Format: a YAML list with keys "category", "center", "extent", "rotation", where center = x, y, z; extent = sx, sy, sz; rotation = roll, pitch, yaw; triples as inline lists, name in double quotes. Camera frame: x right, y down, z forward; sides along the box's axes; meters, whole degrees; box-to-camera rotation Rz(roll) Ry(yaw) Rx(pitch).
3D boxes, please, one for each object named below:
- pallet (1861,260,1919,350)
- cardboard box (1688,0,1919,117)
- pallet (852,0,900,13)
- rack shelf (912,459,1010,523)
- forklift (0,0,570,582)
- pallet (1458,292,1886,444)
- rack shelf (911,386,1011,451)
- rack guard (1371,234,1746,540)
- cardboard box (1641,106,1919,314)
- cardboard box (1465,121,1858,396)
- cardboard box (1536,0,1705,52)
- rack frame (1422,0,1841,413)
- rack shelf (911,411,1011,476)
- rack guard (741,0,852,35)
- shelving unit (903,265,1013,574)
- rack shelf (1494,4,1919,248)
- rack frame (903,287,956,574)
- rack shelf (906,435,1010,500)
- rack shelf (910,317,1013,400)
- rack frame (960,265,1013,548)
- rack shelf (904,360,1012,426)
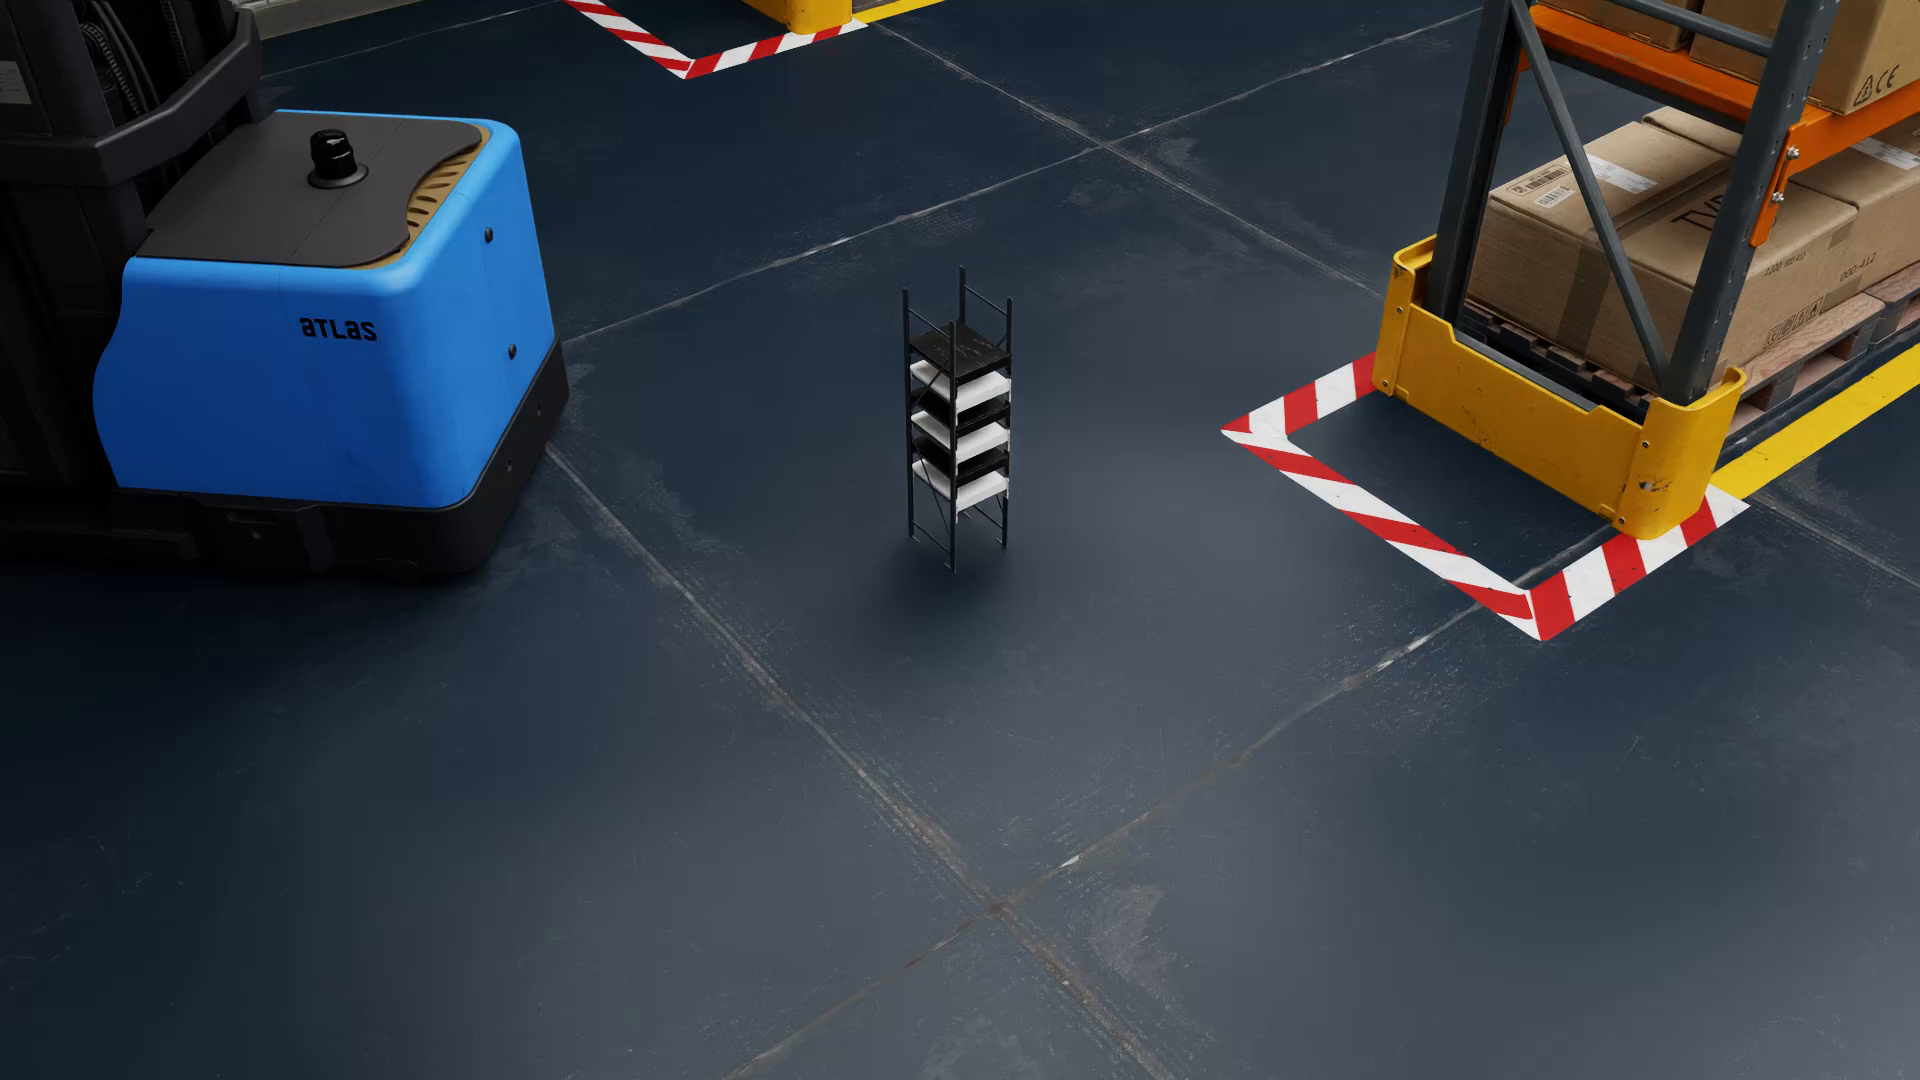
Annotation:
- category: "pallet"
  center: [3.505, -1.250, 6.608]
  extent: [1.213, 0.211, 1.003]
  rotation: [-26, 46, -28]
- category: "cardboard box"
  center: [2.508, -1.591, 4.745]
  extent: [0.500, 0.500, 0.500]
  rotation: [-26, 46, -28]
- category: "pallet"
  center: [-0.384, -3.266, 9.065]
  extent: [1.213, 0.211, 1.003]
  rotation: [-26, 46, -28]
- category: "rack shelf"
  center: [-0.006, -0.180, 5.096]
  extent: [0.200, 0.077, 0.258]
  rotation: [-26, 46, -28]
- category: "forklift"
  center: [-2.899, -1.404, 4.651]
  extent: [3.031, 2.935, 1.130]
  rotation: [4, 40, 5]
- category: "pallet"
  center: [2.538, -0.781, 6.036]
  extent: [1.213, 0.211, 1.003]
  rotation: [-26, 46, -28]
- category: "rack shelf"
  center: [-0.006, -0.389, 4.925]
  extent: [0.200, 0.077, 0.258]
  rotation: [-26, 46, -28]
- category: "rack guard"
  center: [1.933, -0.535, 5.509]
  extent: [0.348, 0.500, 1.175]
  rotation: [-26, 46, -28]
- category: "cardboard box"
  center: [3.135, -1.346, 6.215]
  extent: [0.875, 0.438, 0.875]
  rotation: [-25, 45, -27]
- category: "cardboard box"
  center: [2.415, -0.988, 5.779]
  extent: [0.875, 0.438, 0.875]
  rotation: [-28, 47, -29]
- category: "cardboard box"
  center: [2.173, -1.869, 5.085]
  extent: [0.500, 0.500, 0.500]
  rotation: [-26, 46, -28]
- category: "rack frame"
  center: [1.952, -1.511, 4.727]
  extent: [0.127, 3.000, 1.000]
  rotation: [-26, 46, -28]
- category: "rack shelf"
  center: [-0.006, -0.319, 4.982]
  extent: [0.200, 0.077, 0.258]
  rotation: [-26, 46, -28]
- category: "rack guard"
  center: [-1.015, -3.069, 8.597]
  extent: [0.348, 0.500, 1.175]
  rotation: [-26, 46, -28]
- category: "shelving unit"
  center: [-0.006, -0.345, 4.961]
  extent: [0.210, 0.900, 0.258]
  rotation: [-26, 46, -28]
- category: "rack shelf"
  center: [3.538, -2.006, 5.897]
  extent: [4.000, 0.370, 1.077]
  rotation: [-26, 46, -28]
- category: "rack frame"
  center: [-0.087, -0.305, 4.913]
  extent: [0.006, 0.900, 0.240]
  rotation: [-26, 46, -28]
- category: "rack shelf"
  center: [-0.006, -0.249, 5.039]
  extent: [0.200, 0.077, 0.258]
  rotation: [-26, 46, -28]
- category: "rack shelf"
  center: [-0.006, -0.528, 4.811]
  extent: [0.200, 0.077, 0.258]
  rotation: [-26, 46, -28]
- category: "rack frame"
  center: [0.074, -0.384, 5.009]
  extent: [0.006, 0.900, 0.240]
  rotation: [-26, 46, -28]
- category: "rack shelf"
  center: [-0.006, -0.458, 4.868]
  extent: [0.200, 0.077, 0.258]
  rotation: [-26, 46, -28]
